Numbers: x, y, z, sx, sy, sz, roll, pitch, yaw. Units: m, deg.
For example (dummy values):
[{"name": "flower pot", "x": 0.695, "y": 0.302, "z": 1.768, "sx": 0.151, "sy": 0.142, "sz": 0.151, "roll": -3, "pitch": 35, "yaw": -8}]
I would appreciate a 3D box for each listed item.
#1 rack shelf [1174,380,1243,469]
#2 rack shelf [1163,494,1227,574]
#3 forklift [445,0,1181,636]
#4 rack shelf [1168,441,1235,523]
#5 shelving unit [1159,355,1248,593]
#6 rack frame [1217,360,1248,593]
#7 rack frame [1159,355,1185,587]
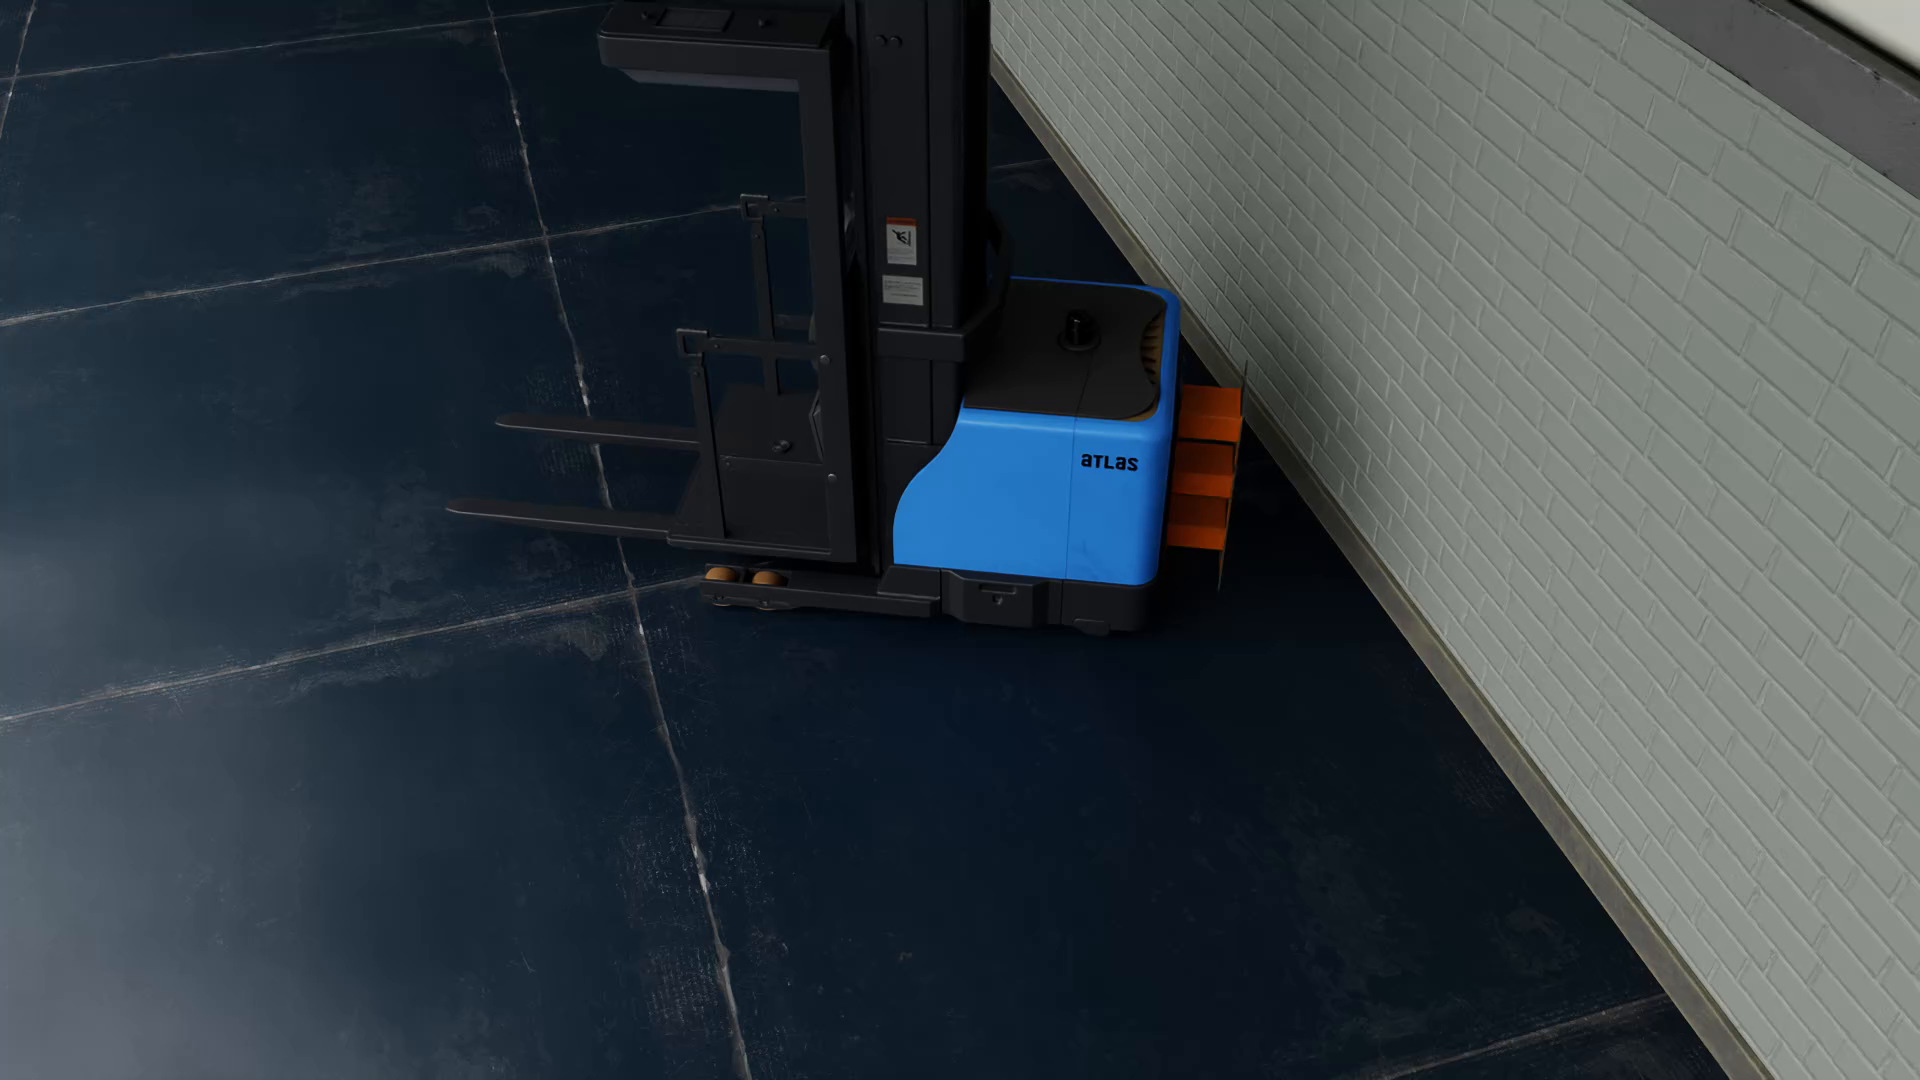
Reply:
[{"name": "rack shelf", "x": 0.980, "y": -0.456, "z": 6.559, "sx": 0.240, "sy": 0.259, "sz": 0.215, "roll": 5, "pitch": 41, "yaw": 6}, {"name": "rack shelf", "x": 0.980, "y": -0.033, "z": 6.929, "sx": 0.240, "sy": 0.259, "sz": 0.215, "roll": 5, "pitch": 41, "yaw": 6}, {"name": "forklift", "x": -0.644, "y": -1.149, "z": 6.337, "sx": 3.031, "sy": 2.935, "sz": 1.130, "roll": 5, "pitch": 41, "yaw": 6}, {"name": "rack shelf", "x": 0.980, "y": -0.243, "z": 6.746, "sx": 0.240, "sy": 0.259, "sz": 0.215, "roll": 5, "pitch": 41, "yaw": 6}, {"name": "shelving unit", "x": 0.980, "y": -0.251, "z": 6.739, "sx": 0.252, "sy": 1.050, "sz": 0.215, "roll": 5, "pitch": 41, "yaw": 6}, {"name": "rack frame", "x": 1.101, "y": -0.240, "z": 6.726, "sx": 0.008, "sy": 1.050, "sz": 0.200, "roll": 5, "pitch": 41, "yaw": 6}, {"name": "rack frame", "x": 0.859, "y": -0.262, "z": 6.751, "sx": 0.008, "sy": 1.050, "sz": 0.200, "roll": 5, "pitch": 41, "yaw": 6}]
